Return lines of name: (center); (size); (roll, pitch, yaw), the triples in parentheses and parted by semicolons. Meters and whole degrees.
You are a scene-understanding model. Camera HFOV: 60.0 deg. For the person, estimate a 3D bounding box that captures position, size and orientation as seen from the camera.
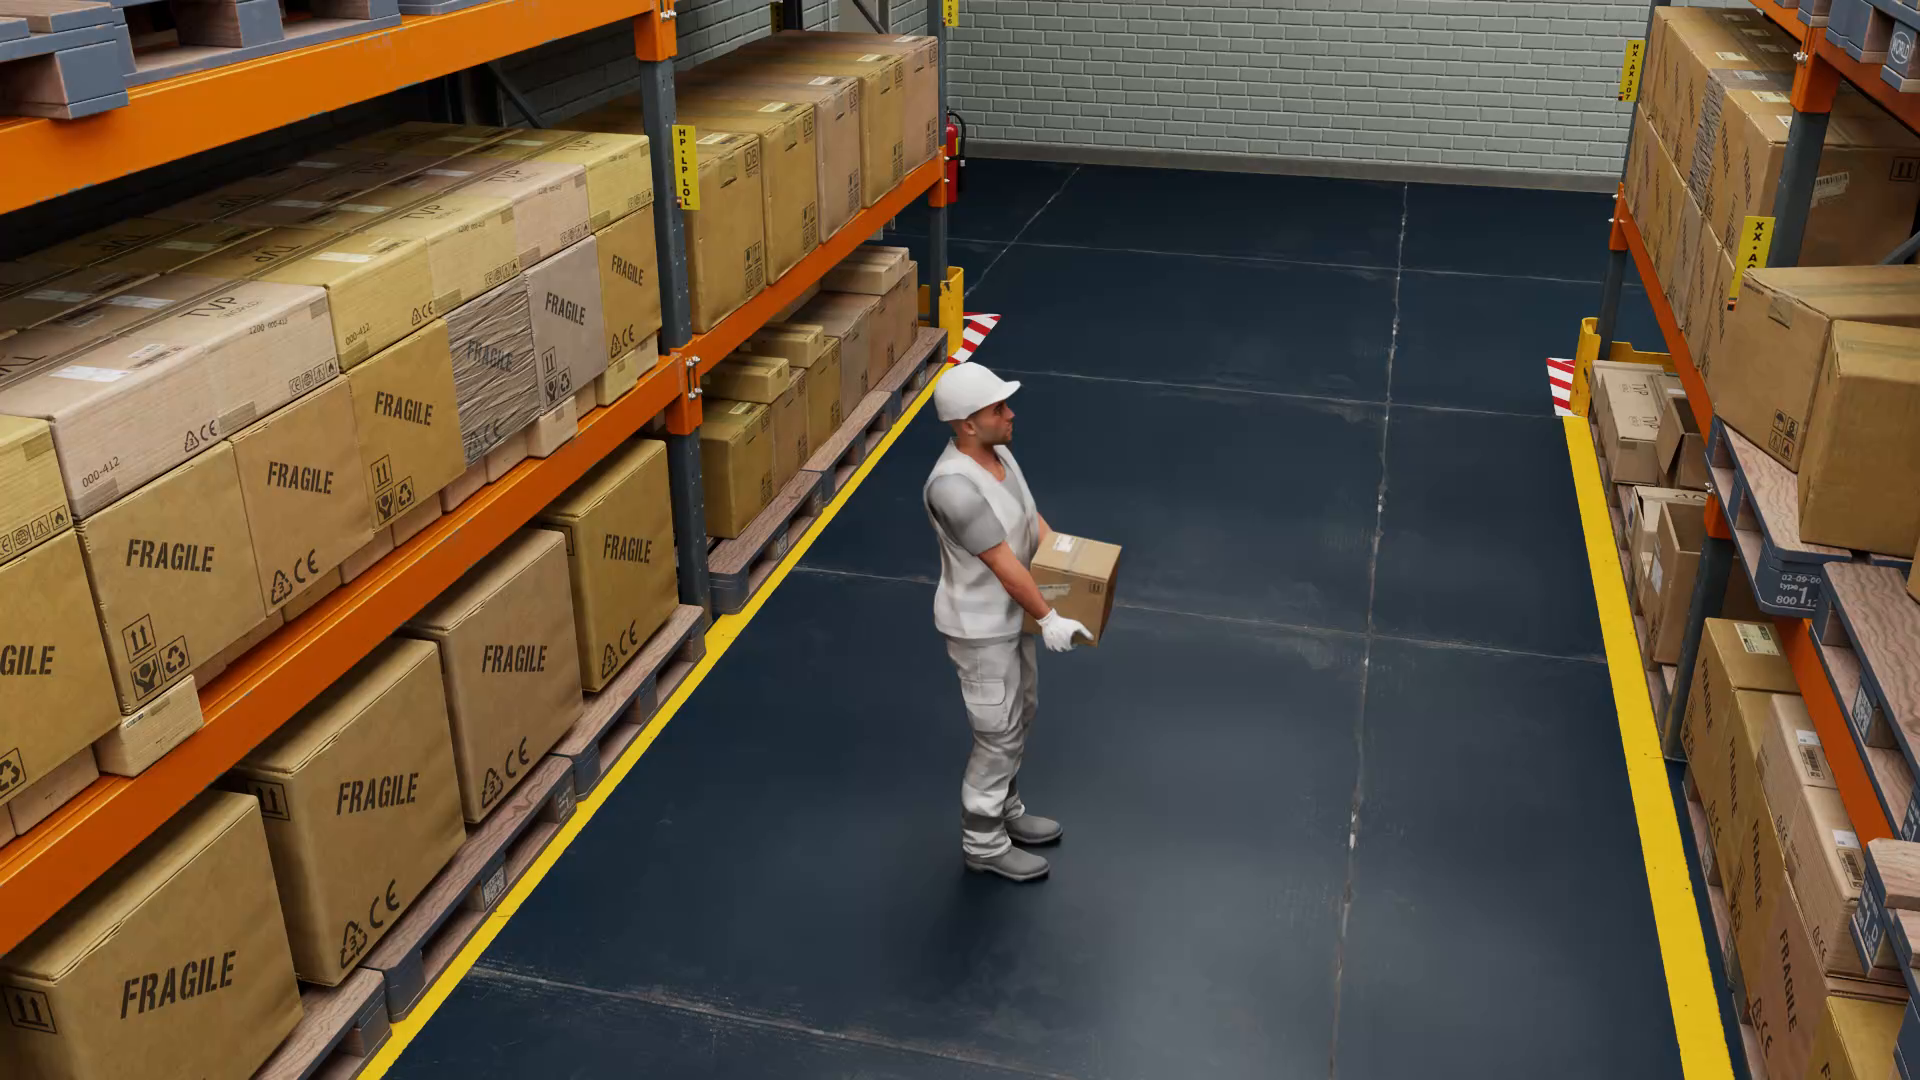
person: (0.190, 0.283, 5.484); (0.563, 1.782, 0.493); (6, 26, 14)
